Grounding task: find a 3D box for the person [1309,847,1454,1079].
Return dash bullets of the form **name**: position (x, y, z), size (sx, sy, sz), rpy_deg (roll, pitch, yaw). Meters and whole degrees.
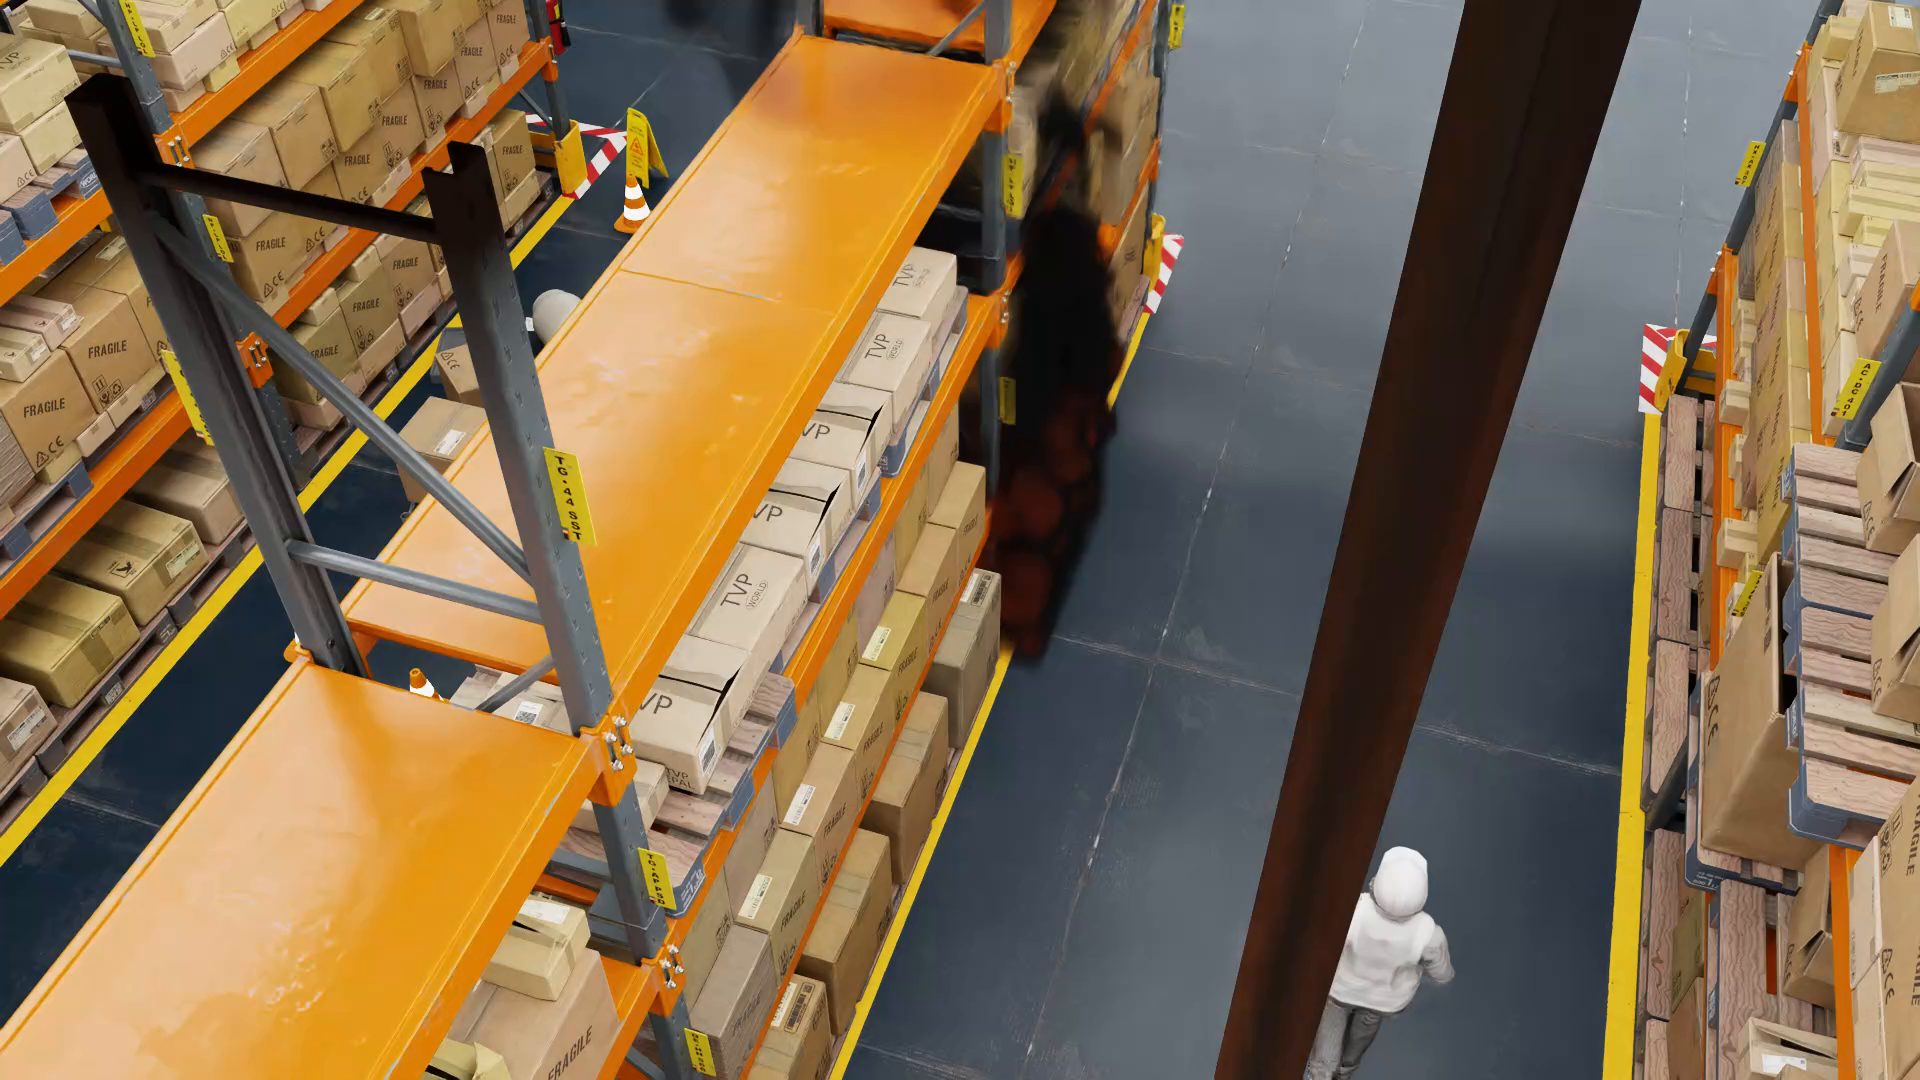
- **person**: position (1.849, 1.994, 7.577), size (0.691, 1.742, 0.544), rpy_deg (12, 47, 12)
